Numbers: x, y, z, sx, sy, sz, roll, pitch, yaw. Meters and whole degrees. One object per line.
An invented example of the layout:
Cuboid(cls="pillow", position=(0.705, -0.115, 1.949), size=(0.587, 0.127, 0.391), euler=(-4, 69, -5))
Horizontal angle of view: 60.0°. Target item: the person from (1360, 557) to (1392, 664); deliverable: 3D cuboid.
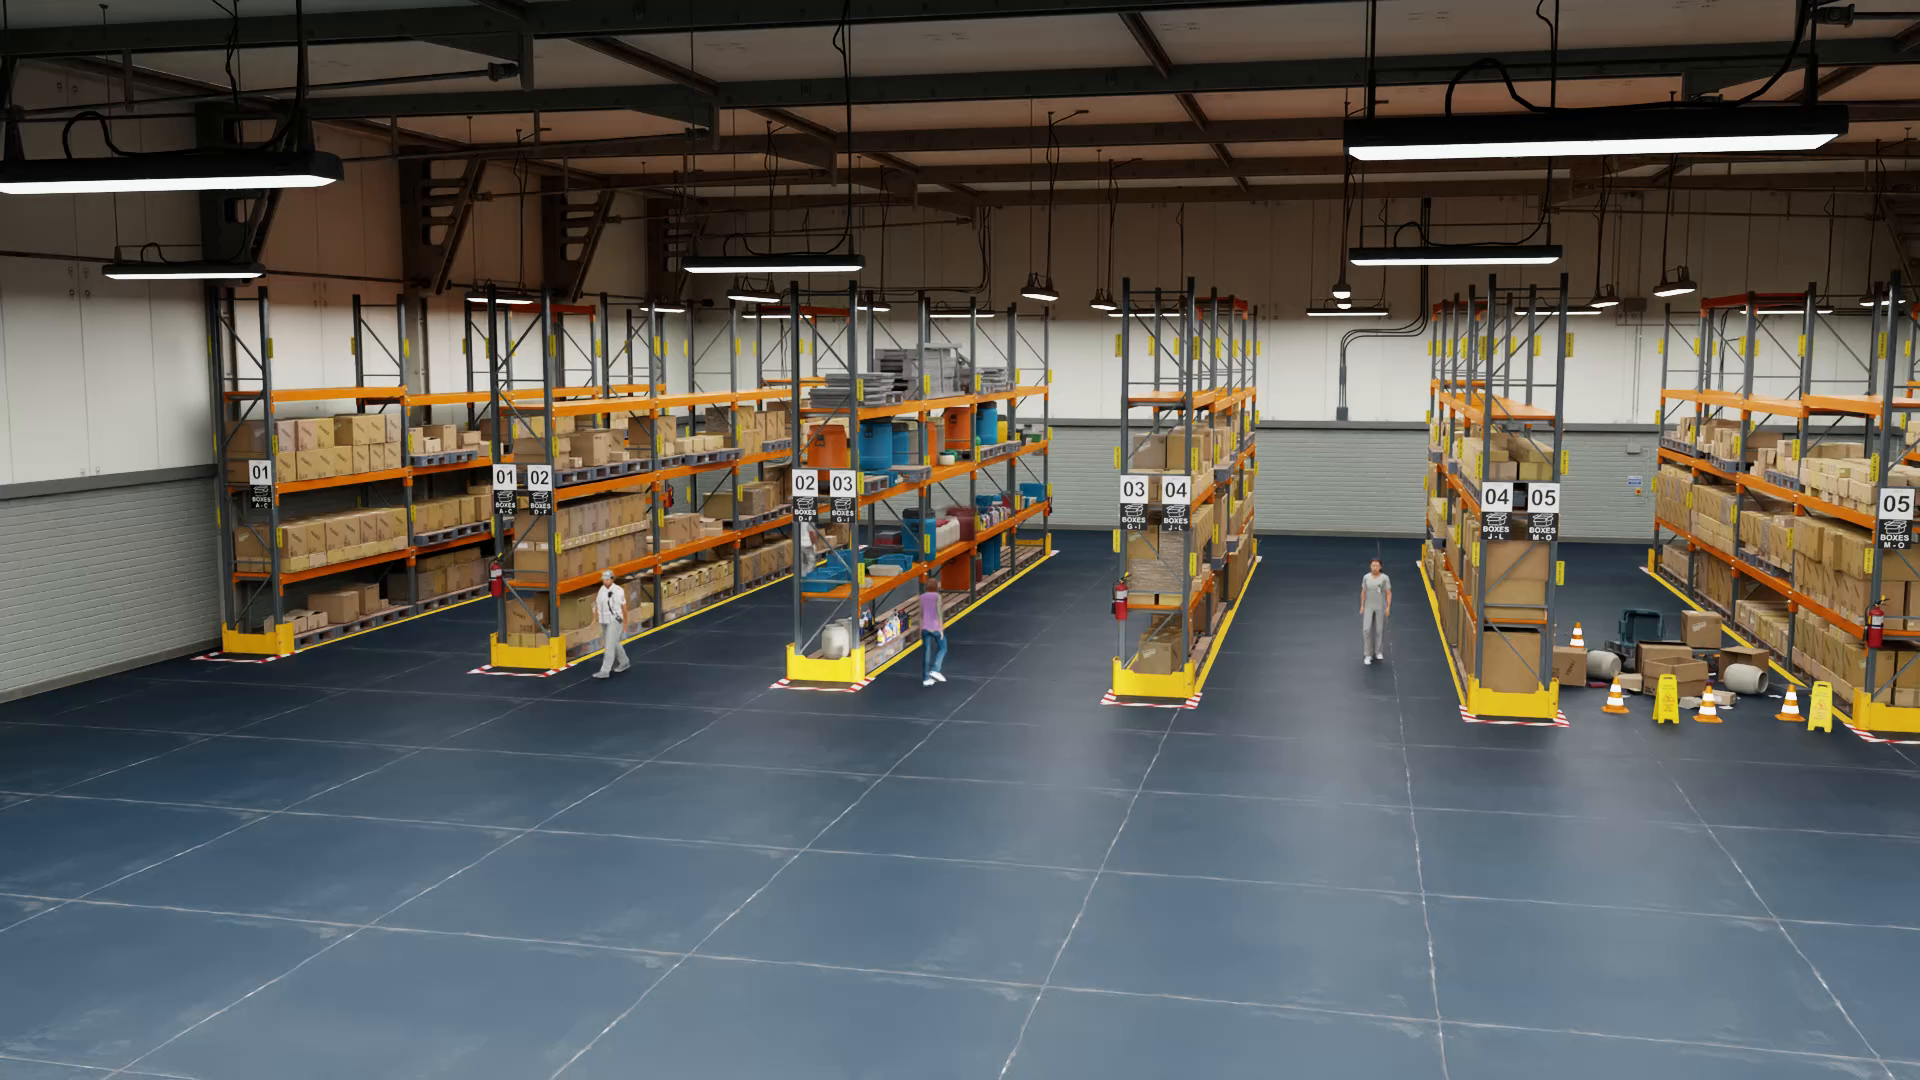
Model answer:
Cuboid(cls="person", position=(6.662, 1.122, 26.677), size=(0.501, 1.699, 0.617), euler=(3, 7, 24))

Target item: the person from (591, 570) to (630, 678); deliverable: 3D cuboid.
Cuboid(cls="person", position=(-5.385, 1.263, 25.501), size=(0.500, 1.627, 0.925), euler=(5, 8, 39))

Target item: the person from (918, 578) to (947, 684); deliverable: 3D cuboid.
Cuboid(cls="person", position=(-0.433, 1.359, 24.813), size=(0.450, 1.581, 0.470), euler=(3, 7, 24))

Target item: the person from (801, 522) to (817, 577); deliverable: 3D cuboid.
Cuboid(cls="person", position=(-3.264, 0.132, 34.772), size=(0.603, 1.785, 0.517), euler=(5, 8, 37))
